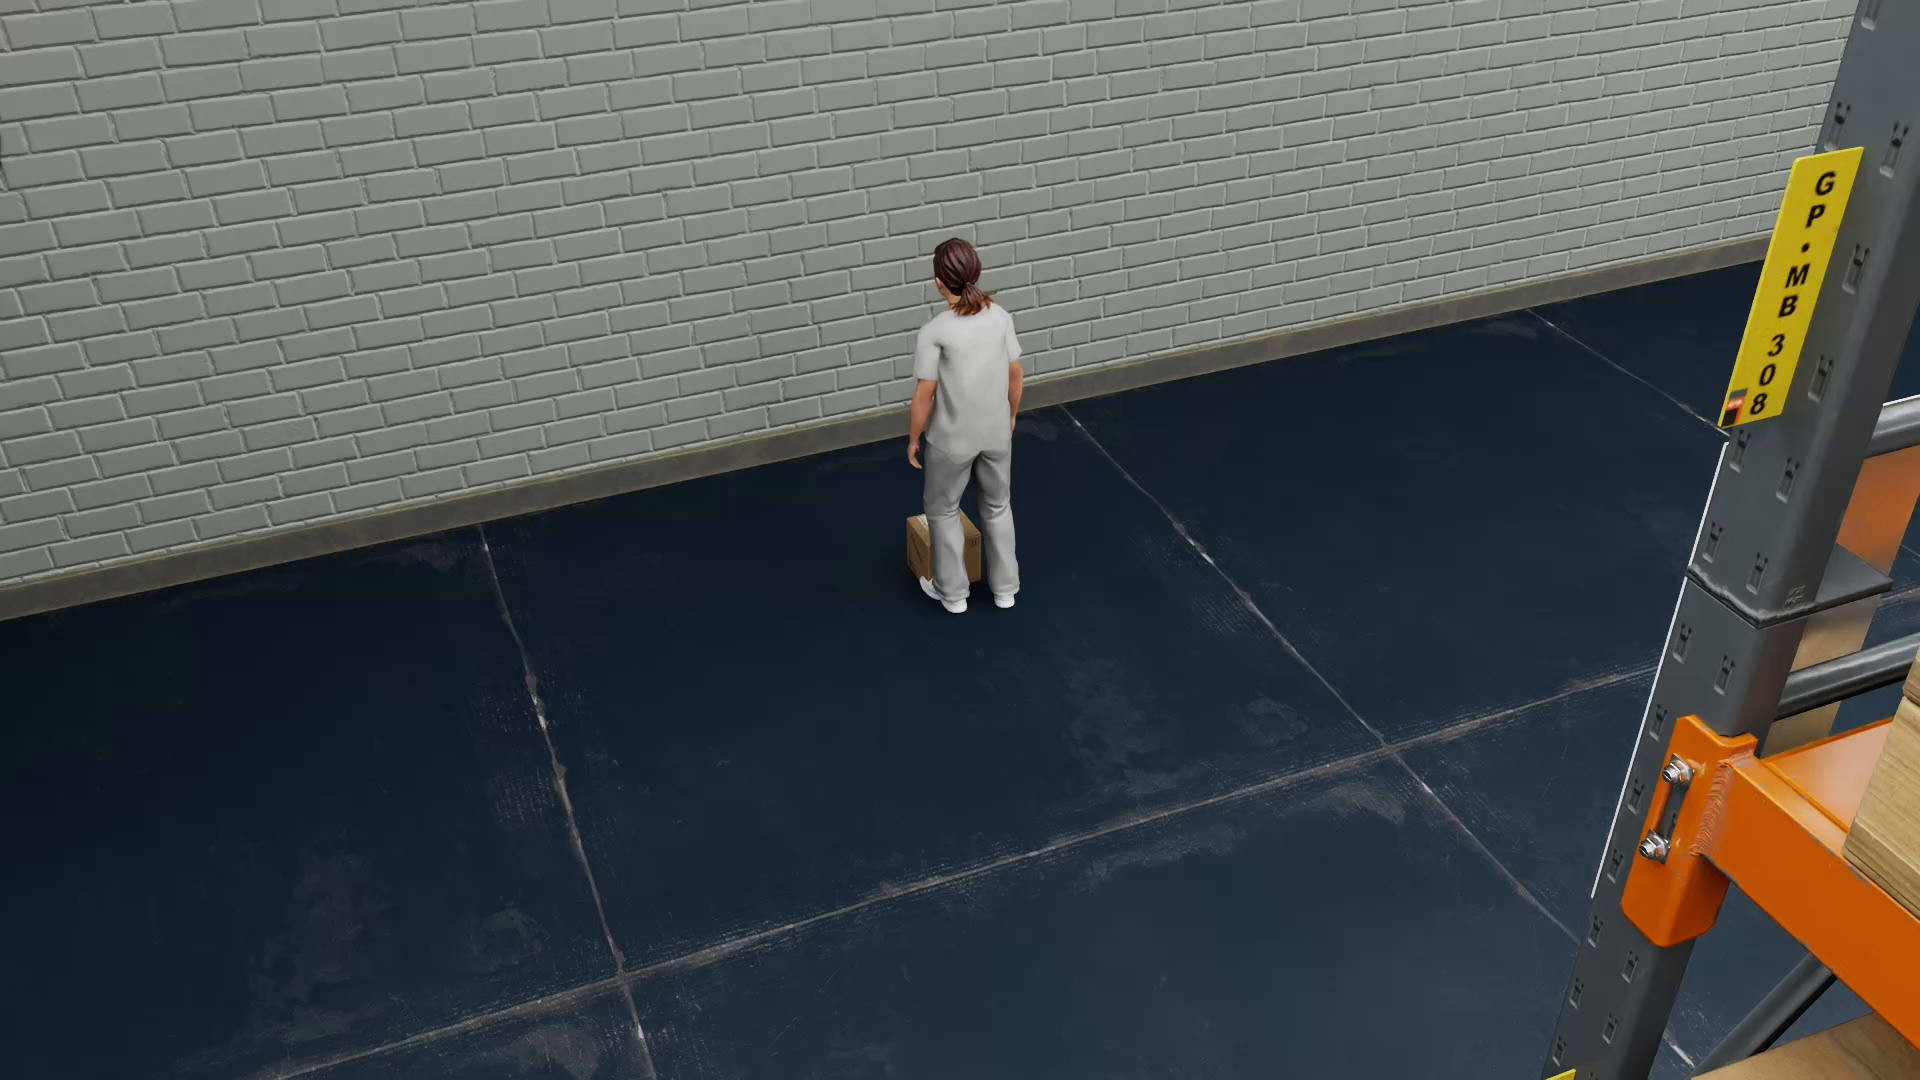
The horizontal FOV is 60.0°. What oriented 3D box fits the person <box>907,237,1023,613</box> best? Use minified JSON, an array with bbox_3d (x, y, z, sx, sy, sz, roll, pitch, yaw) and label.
[{"bbox_3d":[0.016,-0.441,6.805,0.508,1.673,0.407,-14,36,-20],"label":"person"}]
